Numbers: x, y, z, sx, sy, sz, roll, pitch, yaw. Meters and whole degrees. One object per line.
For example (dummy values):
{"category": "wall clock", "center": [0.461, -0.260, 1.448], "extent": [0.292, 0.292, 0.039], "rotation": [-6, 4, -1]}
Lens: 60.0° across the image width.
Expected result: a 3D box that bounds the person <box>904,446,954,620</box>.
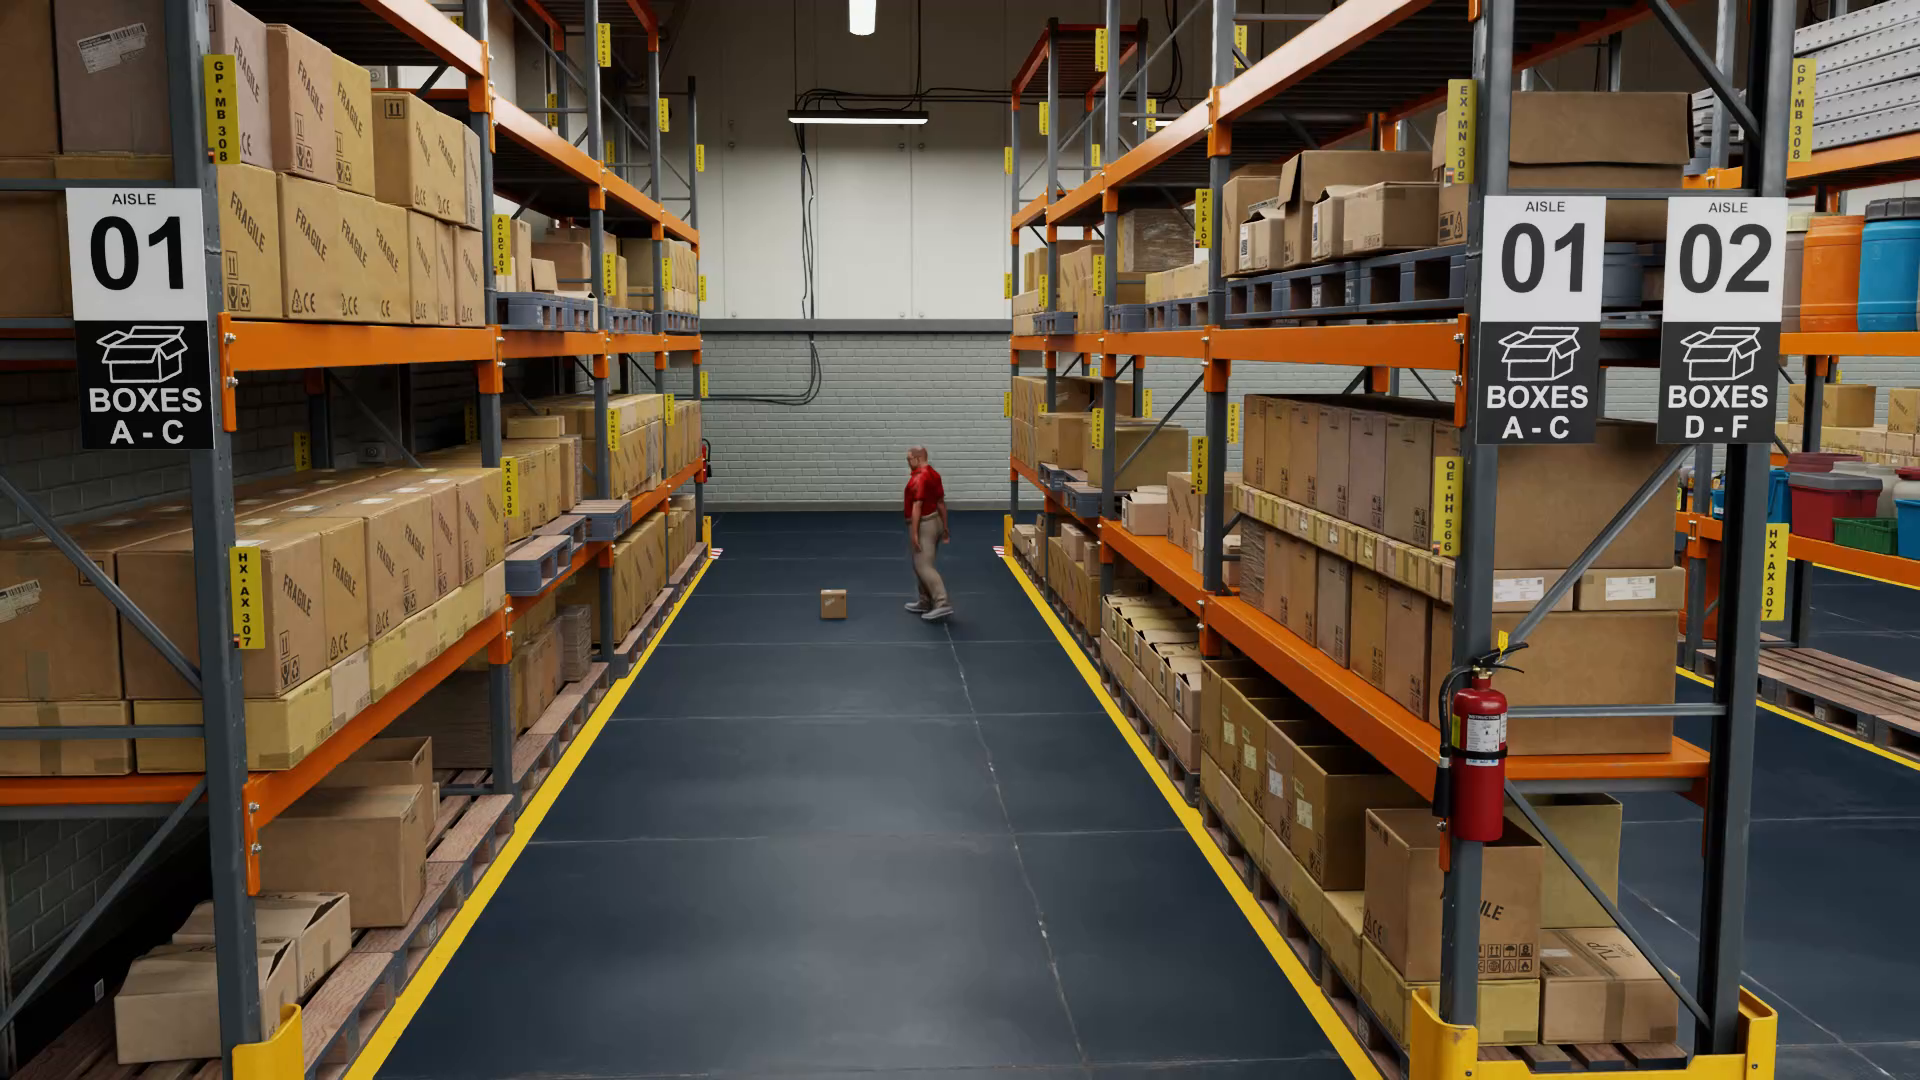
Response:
{"category": "person", "center": [-0.333, -0.084, 16.500], "extent": [0.703, 1.702, 0.685], "rotation": [3, 7, 21]}
